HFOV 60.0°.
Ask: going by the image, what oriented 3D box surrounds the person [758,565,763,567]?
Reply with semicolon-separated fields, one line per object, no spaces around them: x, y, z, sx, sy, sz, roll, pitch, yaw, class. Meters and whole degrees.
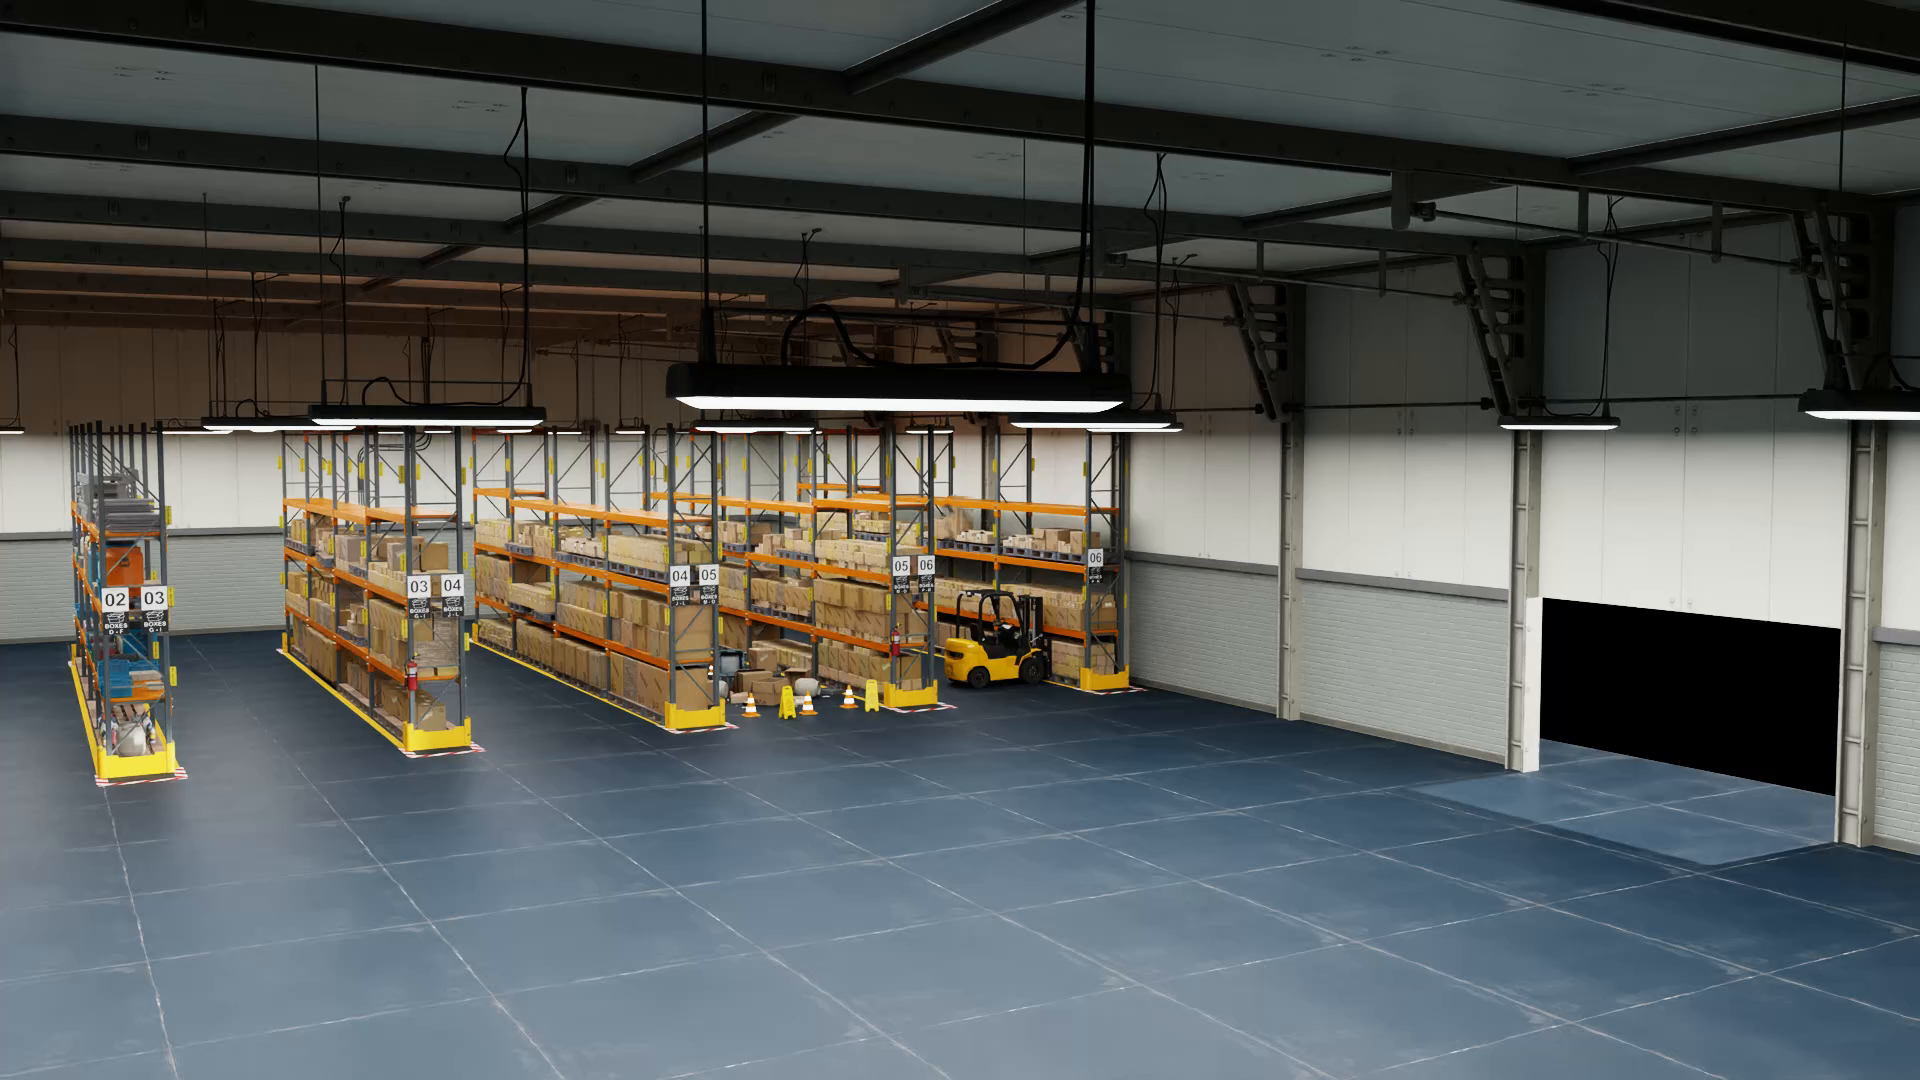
-6.326;1.655;52.745;0.577;1.695;0.731;0;4;-2;person
